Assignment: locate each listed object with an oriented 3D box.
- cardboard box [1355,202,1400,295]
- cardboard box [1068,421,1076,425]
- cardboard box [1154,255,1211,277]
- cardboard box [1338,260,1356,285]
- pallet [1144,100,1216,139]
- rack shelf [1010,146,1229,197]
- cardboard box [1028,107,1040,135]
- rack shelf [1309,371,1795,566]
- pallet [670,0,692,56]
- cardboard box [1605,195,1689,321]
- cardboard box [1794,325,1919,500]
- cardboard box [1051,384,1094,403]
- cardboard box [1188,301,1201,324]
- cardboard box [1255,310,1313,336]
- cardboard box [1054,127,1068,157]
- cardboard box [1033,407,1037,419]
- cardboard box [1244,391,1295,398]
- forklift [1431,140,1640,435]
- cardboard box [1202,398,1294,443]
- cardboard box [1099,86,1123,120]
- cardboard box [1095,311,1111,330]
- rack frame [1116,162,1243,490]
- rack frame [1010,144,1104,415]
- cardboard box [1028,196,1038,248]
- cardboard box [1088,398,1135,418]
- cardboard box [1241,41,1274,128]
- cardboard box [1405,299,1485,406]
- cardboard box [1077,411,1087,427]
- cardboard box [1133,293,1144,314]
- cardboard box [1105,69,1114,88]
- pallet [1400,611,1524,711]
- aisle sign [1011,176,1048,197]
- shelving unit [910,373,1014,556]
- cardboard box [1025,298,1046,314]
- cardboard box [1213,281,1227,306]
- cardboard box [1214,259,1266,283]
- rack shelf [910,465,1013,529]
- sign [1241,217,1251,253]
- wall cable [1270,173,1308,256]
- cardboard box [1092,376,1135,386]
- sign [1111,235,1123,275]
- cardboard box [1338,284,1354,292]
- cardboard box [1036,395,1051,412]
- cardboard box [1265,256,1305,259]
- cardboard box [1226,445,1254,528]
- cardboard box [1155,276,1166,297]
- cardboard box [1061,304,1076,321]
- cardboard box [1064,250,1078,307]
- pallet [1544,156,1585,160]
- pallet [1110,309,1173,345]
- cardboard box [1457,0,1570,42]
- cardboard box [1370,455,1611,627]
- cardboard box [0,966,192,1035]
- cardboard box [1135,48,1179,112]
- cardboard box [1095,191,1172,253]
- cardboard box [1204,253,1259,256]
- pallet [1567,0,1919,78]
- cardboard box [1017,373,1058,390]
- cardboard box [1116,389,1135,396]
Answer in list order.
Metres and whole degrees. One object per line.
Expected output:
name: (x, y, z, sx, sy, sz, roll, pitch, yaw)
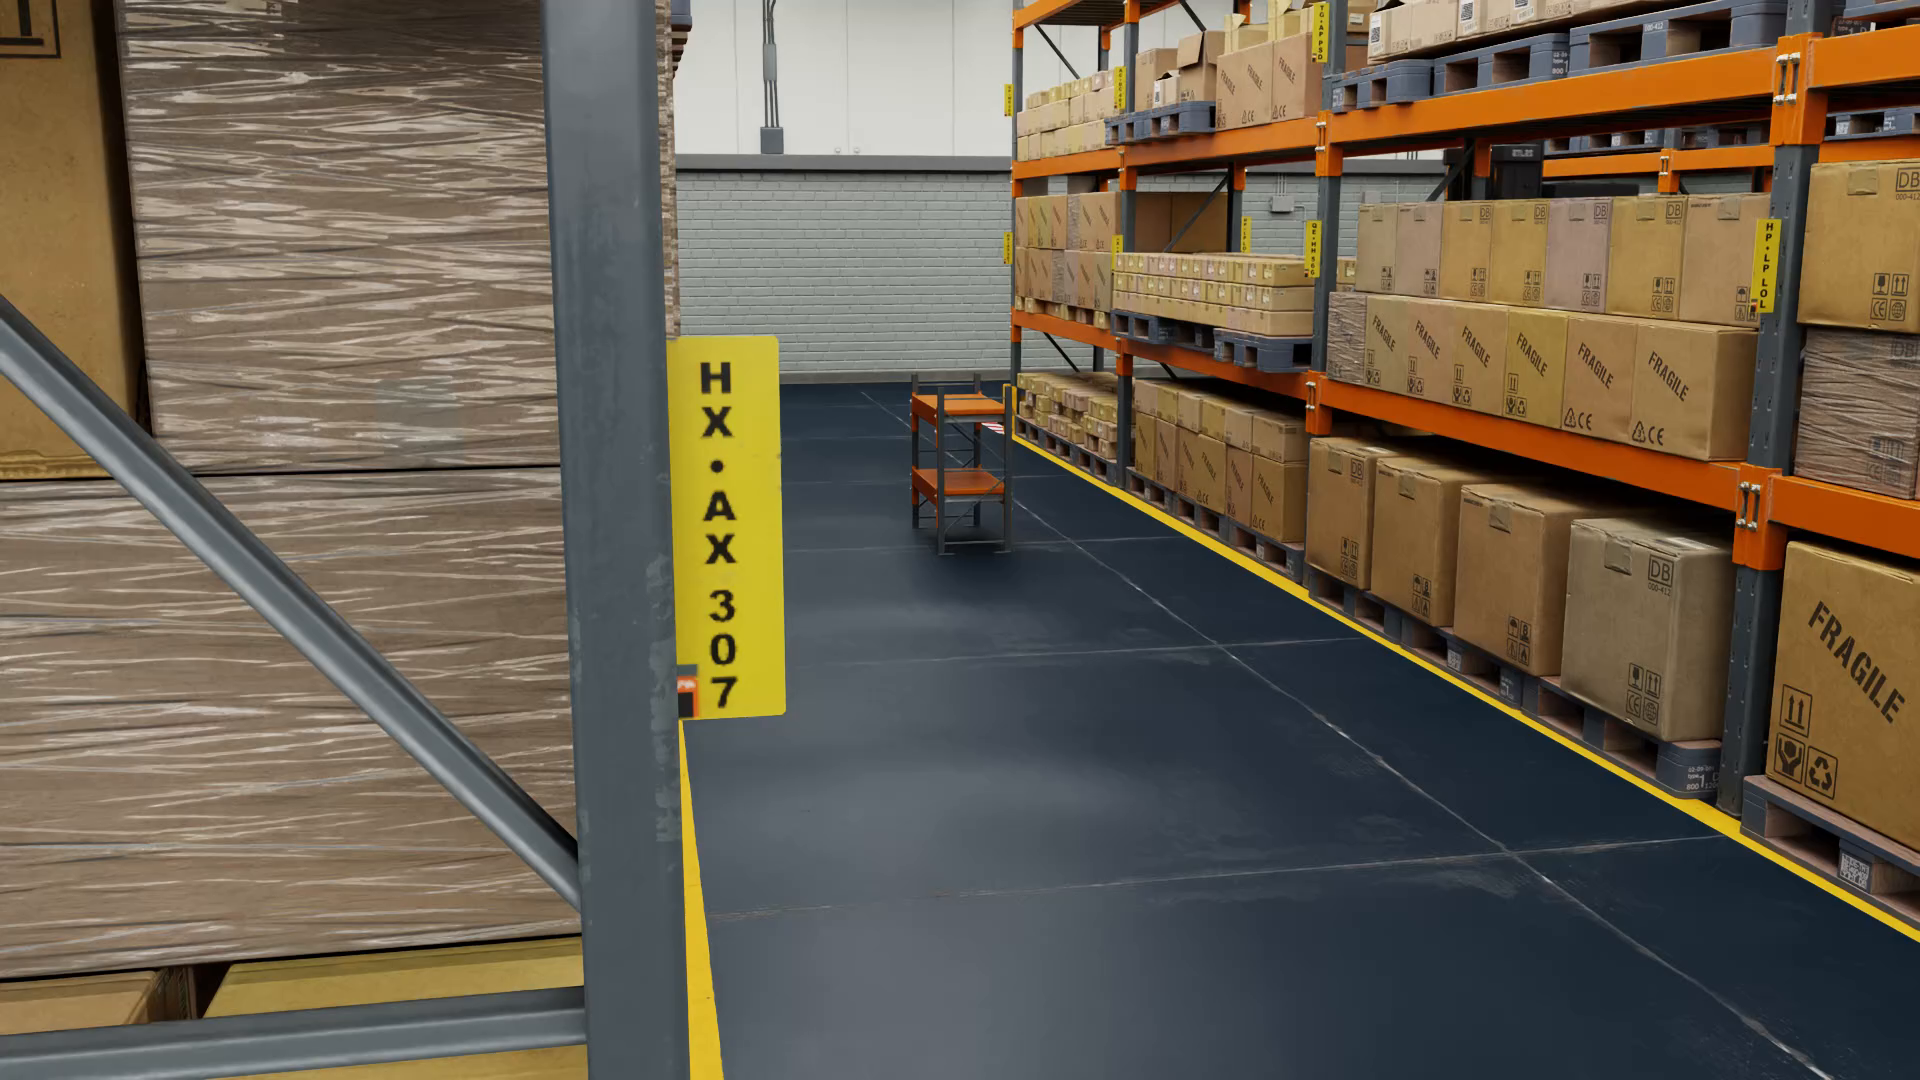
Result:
cardboard box: (2.674, -1.649, 9.398, 0.700, 0.500, 0.500, -2, 11, -11)
cardboard box: (1.222, -1.031, 15.591, 0.380, 0.149, 0.250, -2, 11, -10)
cardboard box: (1.648, -2.021, 12.248, 0.380, 0.149, 0.250, -2, 11, -11)
cardboard box: (2.642, -1.708, 10.605, 0.380, 0.149, 0.250, -2, 11, -13)
pallet: (2.039, -2.999, 11.913, 1.213, 0.211, 1.003, -2, 11, -11)
rack shelf: (1.430, -3.412, 15.504, 1.077, 0.370, 4.000, -2, 11, -11)
cardboard box: (0.974, -4.119, 16.355, 0.500, 0.250, 0.500, -2, 11, -12)
rack shelf: (2.986, -0.471, 8.075, 1.077, 0.370, 4.000, -2, 11, -11)
pallet: (-1.526, -1.795, 5.583, 1.213, 0.211, 1.003, -2, 11, -11)
cardboard box: (3.171, -1.183, 6.951, 0.700, 0.500, 0.500, -2, 11, -12)
cardboard box: (3.458, -0.465, 5.714, 0.875, 0.550, 0.550, -2, 11, -11)
cardboard box: (1.085, -1.408, 15.982, 0.380, 0.149, 0.250, -2, 11, -10)
cardboard box: (1.806, -1.584, 11.544, 0.380, 0.149, 0.250, -2, 11, -9)
cardboard box: (2.050, -1.348, 10.307, 0.380, 0.149, 0.250, -2, 11, -10)
cardboard box: (1.178, -3.681, 15.395, 0.500, 0.250, 0.500, -2, 11, -11)
cardboard box: (0.960, -1.312, 17.069, 0.380, 0.149, 0.250, -2, 11, -11)
cardboard box: (2.415, -0.953, 12.240, 0.500, 0.250, 0.500, -3, 11, -14)
forklift: (4.834, -1.888, 13.777, 3.031, 2.935, 1.130, -3, 11, -13)
cardboard box: (2.014, -0.840, 11.646, 0.500, 0.250, 0.500, -2, 11, -10)
cardboard box: (1.480, -3.646, 13.873, 0.500, 0.250, 0.500, -3, 11, -14)
cardboard box: (1.377, -1.889, 14.271, 0.380, 0.149, 0.250, -2, 11, -13)
rack frame: (1.819, -1.925, 13.790, 1.000, 3.000, 0.127, -2, 11, -11)
rack frame: (1.041, -2.659, 17.644, 1.000, 3.000, 0.127, -2, 11, -11)
cardboard box: (0.972, -3.161, 16.545, 0.500, 0.500, 0.500, -2, 11, -9)
cardboard box: (1.350, -1.170, 14.732, 0.380, 0.149, 0.250, -2, 11, -12)
cardboard box: (2.127, -2.901, 10.626, 0.500, 0.500, 0.500, -2, 11, -11)
cardboard box: (2.619, -0.963, 8.466, 0.500, 0.500, 0.500, -2, 11, -11)
cardboard box: (1.290, -1.117, 15.247, 0.380, 0.149, 0.250, -2, 11, -10)
cardboard box: (1.549, -1.823, 12.799, 0.380, 0.149, 0.250, -2, 11, -11)
cardboard box: (1.429, -3.862, 13.941, 0.380, 0.149, 0.250, -2, 11, -10)
pallet: (2.910, 0.549, 8.249, 1.003, 0.211, 1.213, -2, 11, -11)
aisle sign: (0.732, -3.939, 17.414, 0.394, 0.787, 0.004, -2, 11, -11)
shelving unit: (-0.001, -0.554, 11.598, 0.538, 1.125, 1.048, -2, 11, -11)
cardboard box: (0.872, -2.368, 16.786, 0.380, 0.149, 0.250, -2, 11, -13)
cardboard box: (1.899, -1.638, 11.032, 0.380, 0.149, 0.250, -2, 11, -11)
cardboard box: (1.899, -1.783, 11.000, 0.380, 0.149, 0.250, -2, 11, -9)
rack shelf: (-0.001, -0.314, 11.644, 0.538, 0.278, 1.000, -2, 11, -11)
sign: (2.363, -2.515, 13.791, 0.100, 0.325, 0.005, -2, 11, -11)
wall cable: (4.757, -4.405, 24.018, 0.585, 1.953, 0.123, -2, 11, -11)
cardboard box: (1.560, -1.578, 16.876, 0.380, 0.149, 0.250, -2, 11, -12)
sign: (1.288, -2.329, 13.598, 0.100, 0.325, 0.005, -2, 11, -11)
cardboard box: (2.645, -1.566, 10.657, 0.380, 0.149, 0.250, -2, 11, -8)
cardboard box: (0.967, -1.361, 16.528, 0.380, 0.149, 0.250, -2, 11, -9)
cardboard box: (2.395, -1.946, 11.853, 0.380, 0.149, 0.250, -2, 11, -12)
cardboard box: (2.115, -0.377, 11.215, 0.500, 0.500, 0.500, -2, 11, -9)
cardboard box: (1.653, -1.874, 12.271, 0.380, 0.149, 0.250, -2, 11, -9)
cardboard box: (1.159, -2.130, 15.536, 0.380, 0.149, 0.250, -2, 11, -10)
cardboard box: (1.252, -2.386, 15.145, 0.500, 0.500, 0.500, -2, 11, -11)
pallet: (6.031, -4.152, 17.702, 1.003, 0.211, 1.213, -2, 11, -11)
pallet: (1.825, -1.686, 13.043, 1.003, 0.211, 1.213, -2, 11, -11)
cardboard box: (2.719, -2.550, 7.897, 0.500, 0.311, 0.500, -2, 11, -12)
cardboard box: (2.800, -0.018, 8.661, 1.050, 0.750, 0.750, -2, 11, -10)
cardboard box: (-0.990, 0.516, 1.635, 0.380, 0.149, 0.250, -2, 11, -11)
cardboard box: (1.785, -3.581, 13.074, 0.700, 0.500, 0.500, -2, 11, -11)
cardboard box: (1.462, -2.688, 14.060, 0.500, 0.500, 0.500, -3, 11, -13)
cardboard box: (2.142, -2.185, 13.110, 0.380, 0.149, 0.250, -2, 11, -13)
pallet: (3.148, -2.004, 6.692, 0.805, 0.209, 1.217, -3, 11, -13)
cardboard box: (0.810, -1.649, 17.246, 0.380, 0.149, 0.250, -3, 11, -14)
cardboard box: (1.686, -1.335, 15.598, 0.380, 0.149, 0.250, -3, 11, -13)
